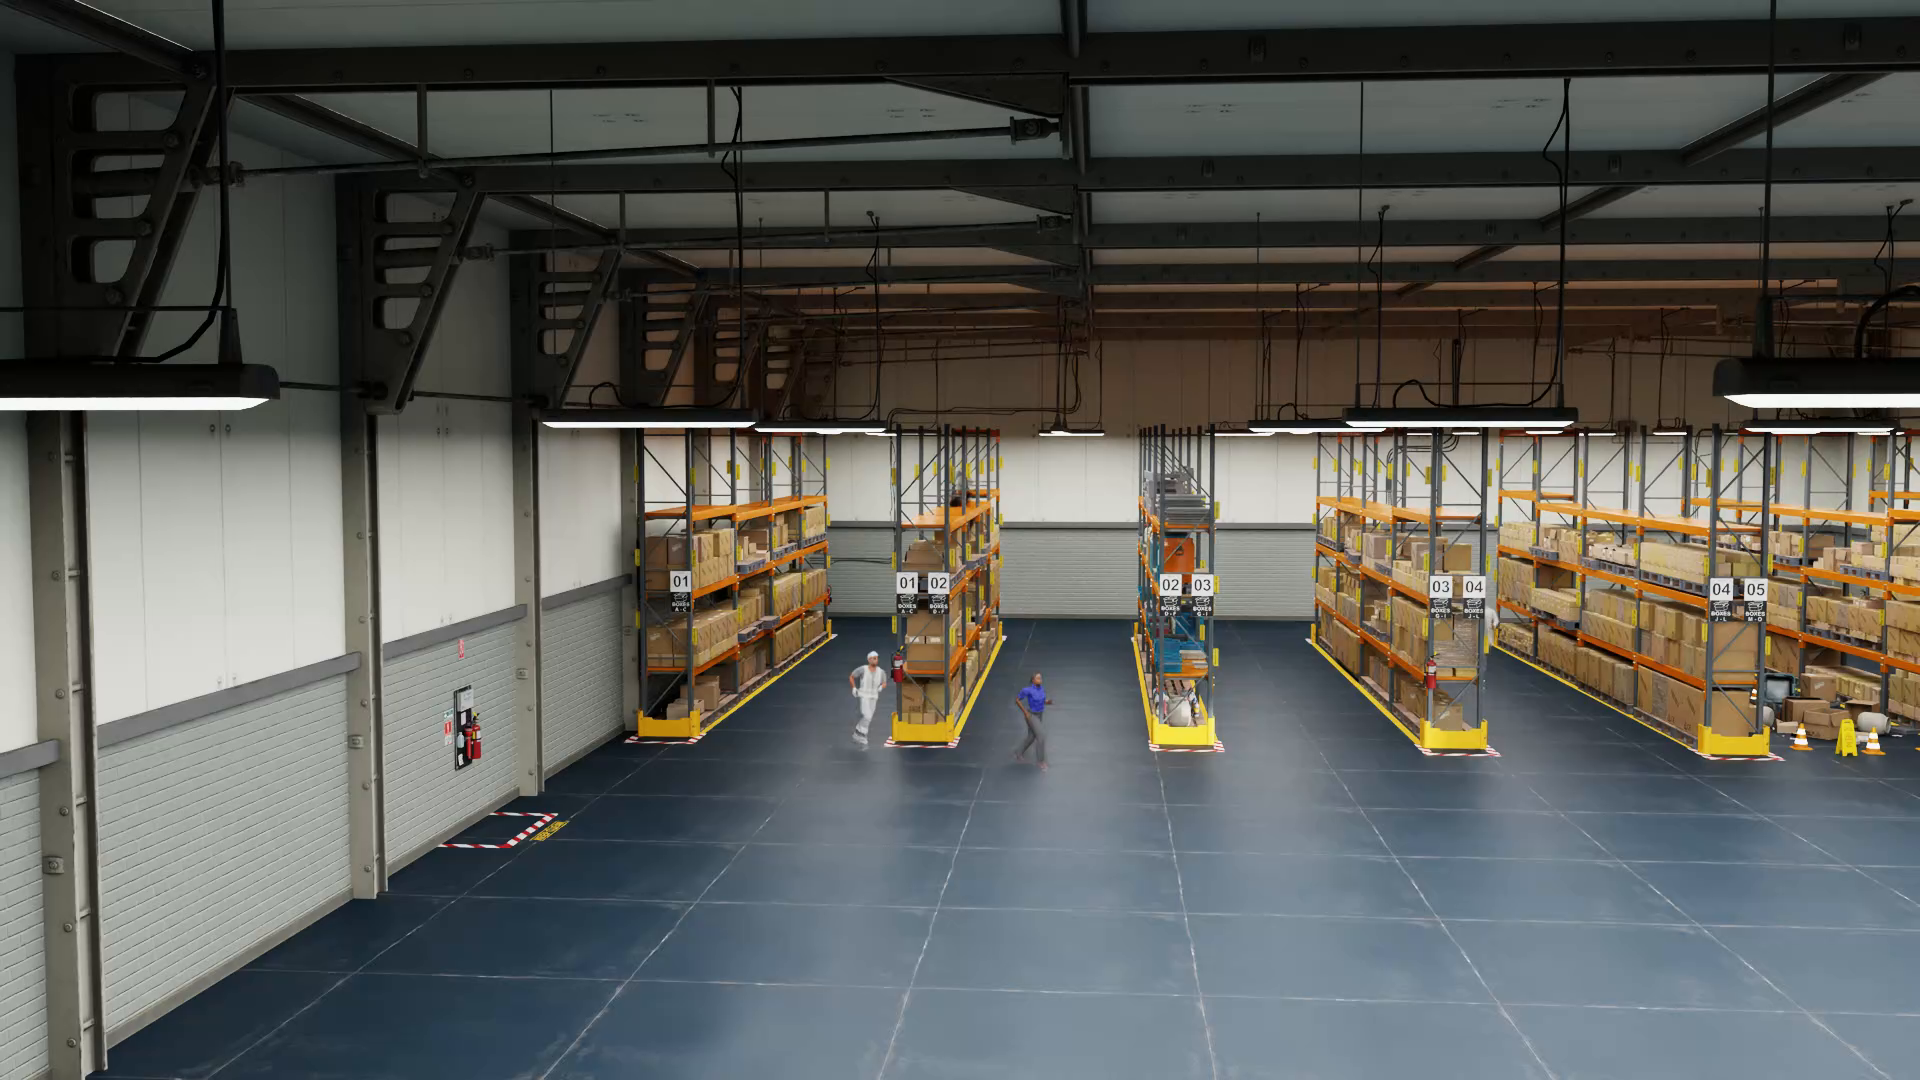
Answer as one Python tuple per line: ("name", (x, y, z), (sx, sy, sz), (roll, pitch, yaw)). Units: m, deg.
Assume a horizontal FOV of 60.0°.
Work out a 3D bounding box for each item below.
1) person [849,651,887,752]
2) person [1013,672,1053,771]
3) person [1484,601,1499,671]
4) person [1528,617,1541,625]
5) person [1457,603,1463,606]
("person", (-1.680, 2.971, 30.807), (0.655, 1.821, 0.727), (-2, 4, -34))
("person", (1.290, 3.149, 28.944), (0.782, 1.700, 0.553), (2, 4, 34))
("person", (13.012, 2.339, 41.310), (0.704, 1.775, 0.858), (1, 4, 10))
("person", (16.332, 1.994, 47.312), (0.748, 1.690, 0.537), (-2, 4, -31))
("person", (13.577, 2.157, 45.559), (0.654, 1.669, 0.669), (1, 4, 19))
